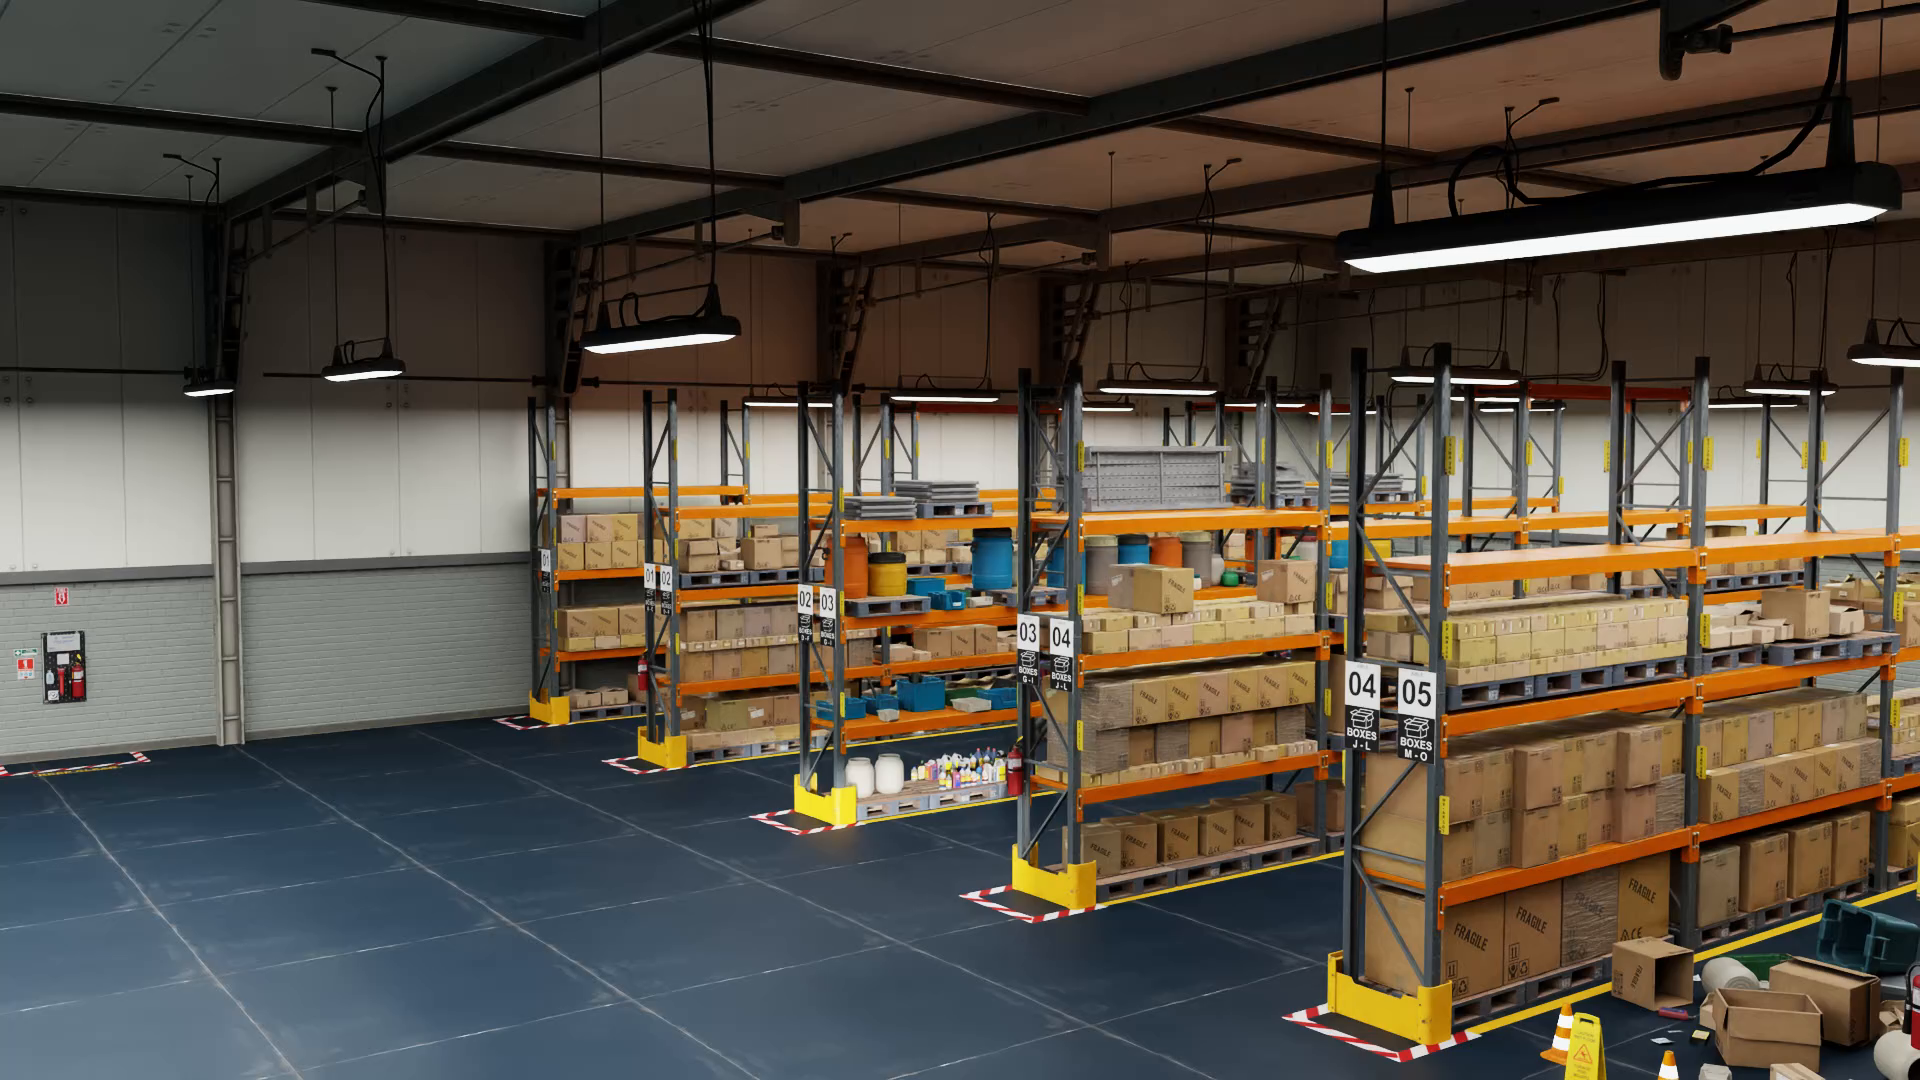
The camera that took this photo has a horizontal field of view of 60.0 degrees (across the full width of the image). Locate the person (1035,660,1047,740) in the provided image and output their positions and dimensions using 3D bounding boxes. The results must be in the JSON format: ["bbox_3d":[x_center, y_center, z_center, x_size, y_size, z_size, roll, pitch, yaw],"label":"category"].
[{"bbox_3d":[1.354,2.643,28.721,0.470,1.656,0.492,-2,4,-30],"label":"person"}]

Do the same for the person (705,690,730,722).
[{"bbox_3d":[-4.380,2.476,30.562,0.573,1.724,0.872,1,3,13],"label":"person"}]

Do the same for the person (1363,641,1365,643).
[{"bbox_3d":[7.340,2.432,31.190,0.889,1.777,0.621,0,3,-7],"label":"person"}]
